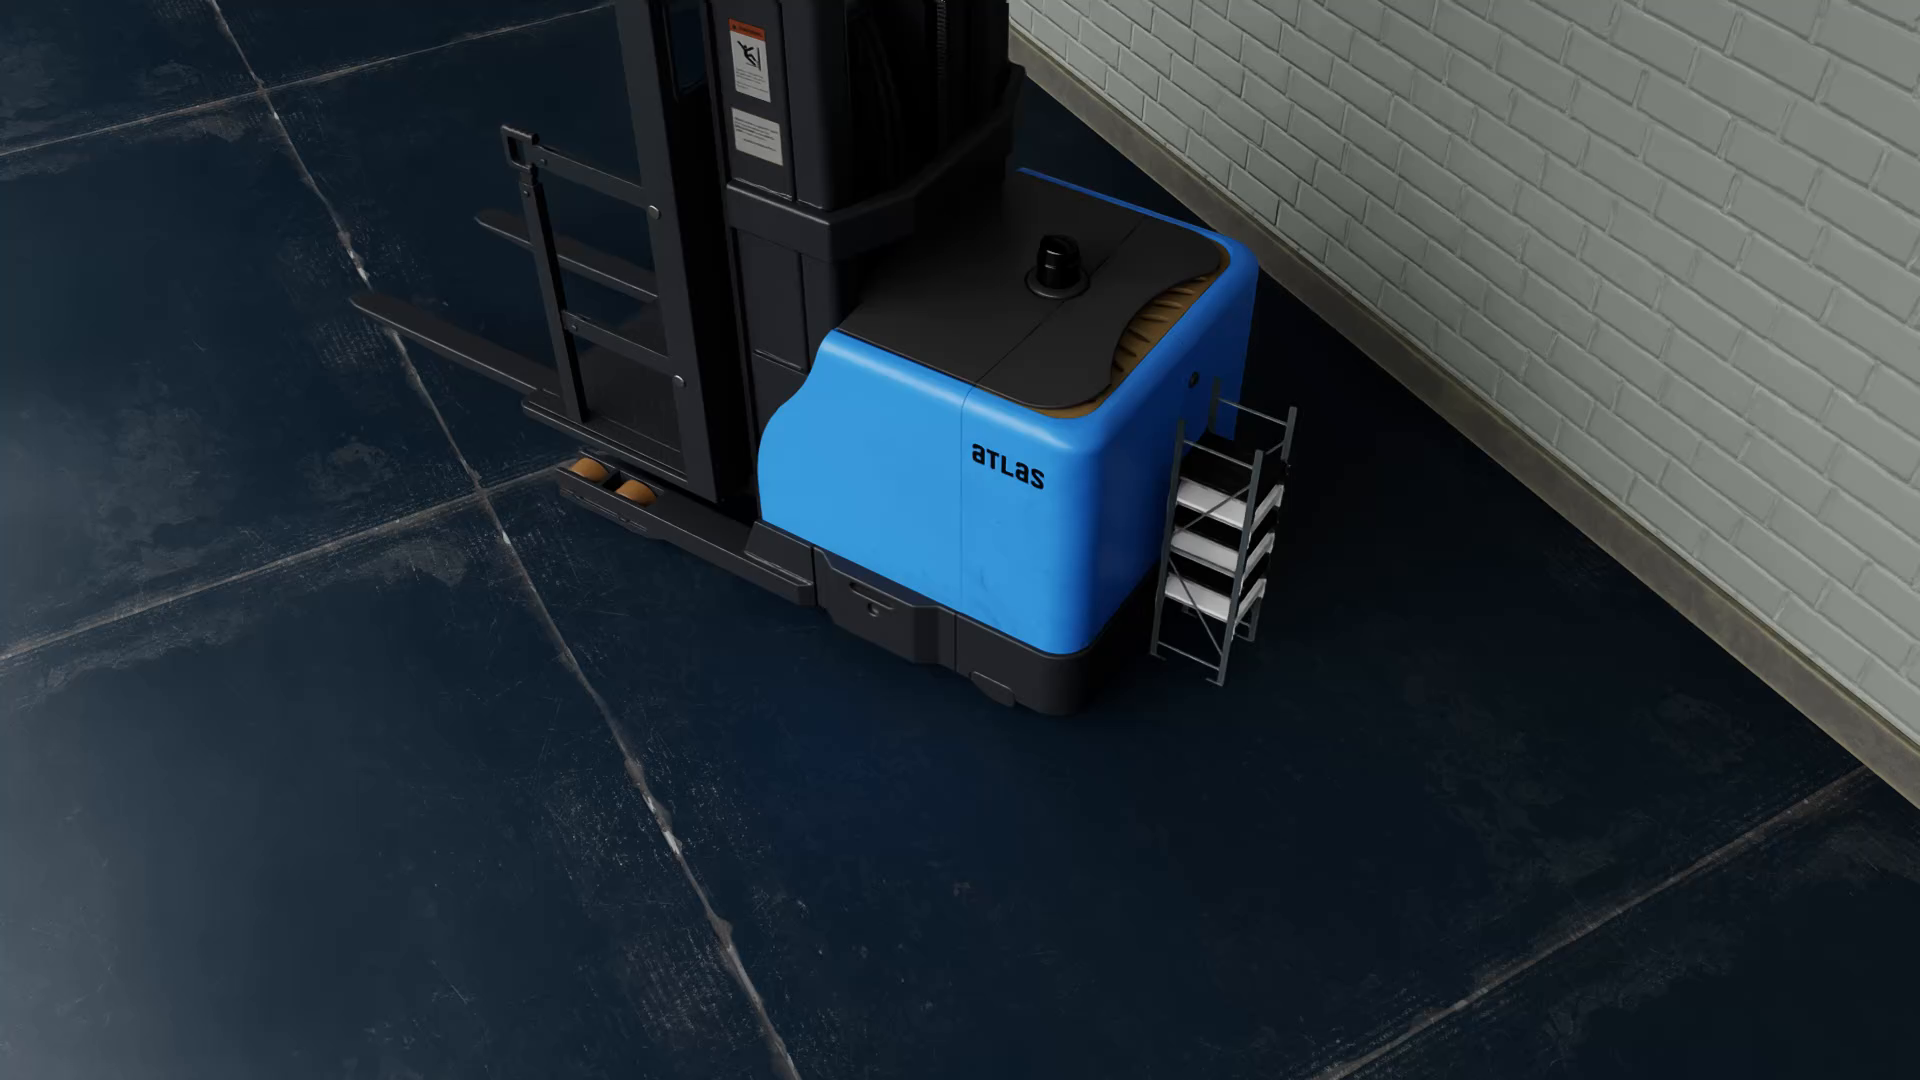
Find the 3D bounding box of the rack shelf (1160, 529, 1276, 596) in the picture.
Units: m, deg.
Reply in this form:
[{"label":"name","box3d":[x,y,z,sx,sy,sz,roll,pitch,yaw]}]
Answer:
[{"label":"rack shelf","box3d":[0.717,0.021,4.630,0.258,0.077,0.200,24,49,23]}]

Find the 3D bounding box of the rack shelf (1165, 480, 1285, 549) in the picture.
[{"label":"rack shelf","box3d":[0.718,-0.108,4.504,0.258,0.077,0.200,24,49,23]}]

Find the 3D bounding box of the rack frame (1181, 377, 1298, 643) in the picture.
[{"label":"rack frame","box3d":[0.772,-0.063,4.668,0.240,0.900,0.006,24,49,23]}]

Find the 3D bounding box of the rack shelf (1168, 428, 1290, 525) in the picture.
[{"label":"rack shelf","box3d":[0.718,-0.173,4.441,0.258,0.077,0.200,24,49,23]}]

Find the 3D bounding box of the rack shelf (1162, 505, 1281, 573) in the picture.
[{"label":"rack shelf","box3d":[0.717,-0.044,4.567,0.258,0.077,0.200,24,49,23]}]

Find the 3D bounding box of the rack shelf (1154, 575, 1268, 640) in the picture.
[{"label":"rack shelf","box3d":[0.717,0.150,4.755,0.258,0.077,0.200,24,49,23]}]

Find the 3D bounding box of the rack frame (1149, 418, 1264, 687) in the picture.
[{"label":"rack frame","box3d":[0.662,0.056,4.545,0.240,0.900,0.006,24,49,23]}]

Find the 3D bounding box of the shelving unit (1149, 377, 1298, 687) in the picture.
[{"label":"shelving unit","box3d":[0.717,-0.003,4.606,0.258,0.900,0.210,24,49,23]}]

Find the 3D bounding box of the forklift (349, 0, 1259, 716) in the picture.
[{"label":"forklift","box3d":[-0.682,-1.358,4.545,3.031,2.935,1.130,24,49,23]}]

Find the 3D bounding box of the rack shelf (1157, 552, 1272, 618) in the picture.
[{"label":"rack shelf","box3d":[0.717,0.085,4.693,0.258,0.077,0.200,24,49,23]}]
